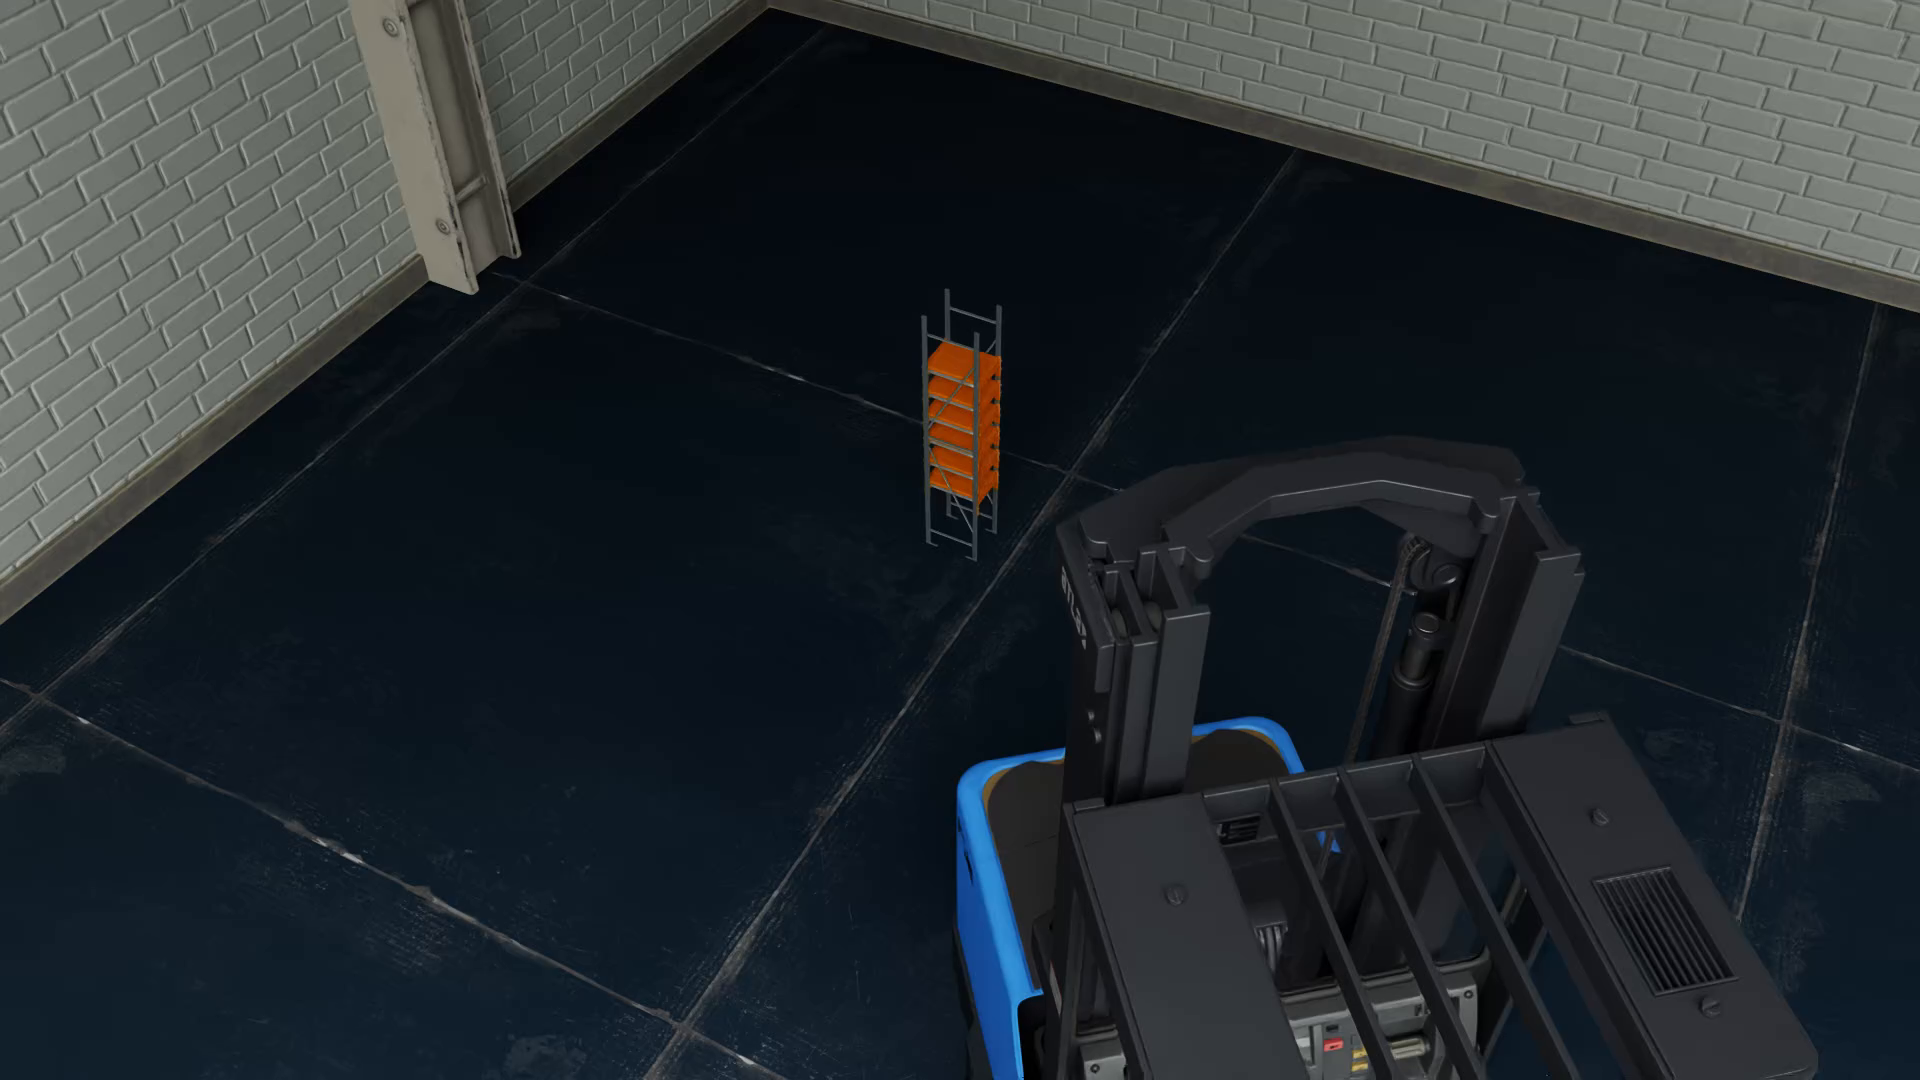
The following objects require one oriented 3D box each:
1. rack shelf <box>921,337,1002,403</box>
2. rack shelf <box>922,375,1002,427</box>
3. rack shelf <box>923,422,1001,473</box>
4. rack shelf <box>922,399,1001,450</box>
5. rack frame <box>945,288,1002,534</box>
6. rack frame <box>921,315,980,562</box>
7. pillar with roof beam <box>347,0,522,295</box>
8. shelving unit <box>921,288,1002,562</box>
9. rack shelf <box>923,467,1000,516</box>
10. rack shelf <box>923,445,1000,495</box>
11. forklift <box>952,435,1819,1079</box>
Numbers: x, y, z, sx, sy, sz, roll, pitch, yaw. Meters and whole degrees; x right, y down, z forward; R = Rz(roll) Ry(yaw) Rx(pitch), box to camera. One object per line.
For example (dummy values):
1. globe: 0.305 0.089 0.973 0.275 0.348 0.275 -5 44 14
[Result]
1. rack shelf: 0.007 -0.653 6.388 0.258 0.103 0.180 20 49 19
2. rack shelf: 0.007 -0.568 6.473 0.258 0.103 0.180 20 49 19
3. rack shelf: 0.007 -0.400 6.644 0.258 0.103 0.180 20 49 19
4. rack shelf: 0.007 -0.484 6.558 0.258 0.103 0.180 20 49 19
5. rack frame: 0.049 -0.489 6.669 0.240 1.200 0.006 20 49 19
6. rack frame: -0.036 -0.373 6.555 0.240 1.200 0.006 20 49 19
7. pillar with roof beam: 1.357 -3.128 3.794 9.100 9.000 0.400 20 49 19
8. shelving unit: 0.007 -0.431 6.612 0.258 1.200 0.189 20 49 19
9. rack shelf: 0.007 -0.231 6.814 0.258 0.103 0.180 20 49 19
10. rack shelf: 0.007 -0.315 6.729 0.258 0.103 0.180 20 49 19
11. forklift: 0.780 1.340 3.645 1.130 2.935 3.031 -8 46 -8
